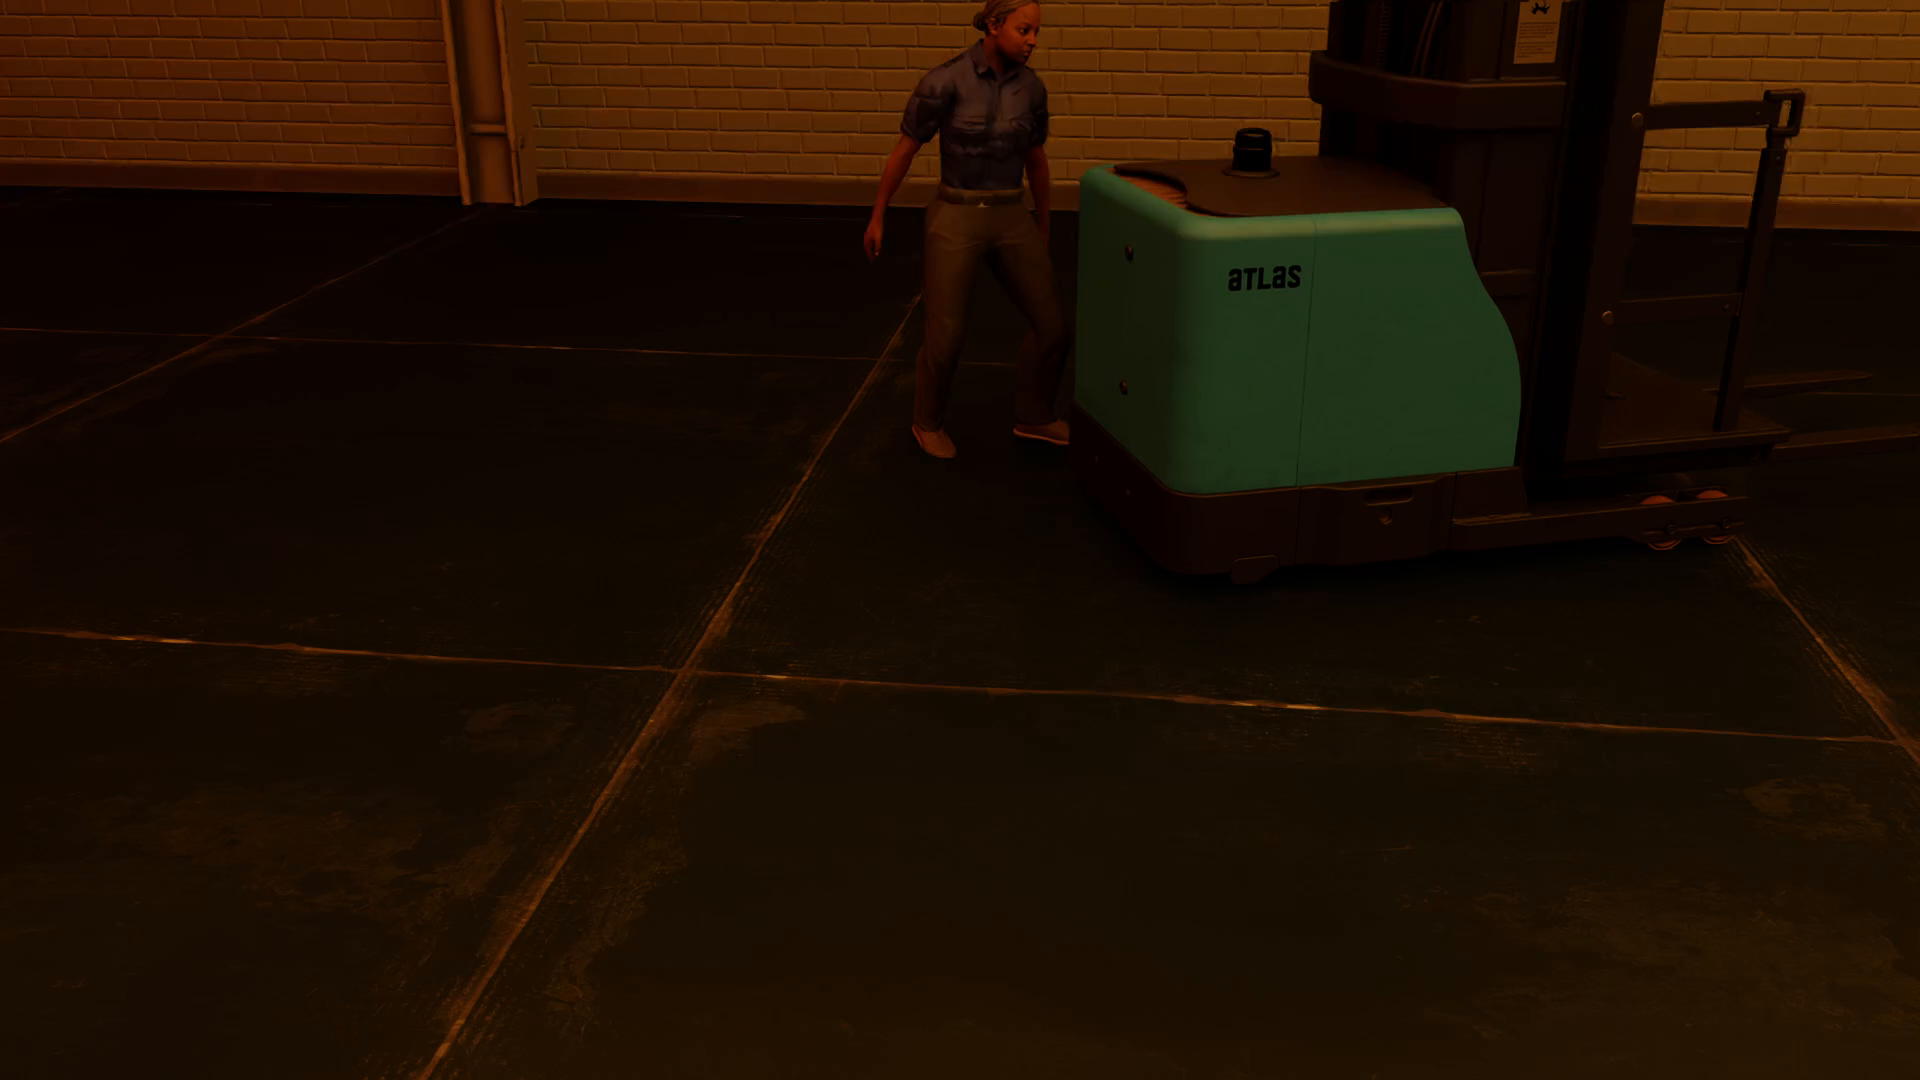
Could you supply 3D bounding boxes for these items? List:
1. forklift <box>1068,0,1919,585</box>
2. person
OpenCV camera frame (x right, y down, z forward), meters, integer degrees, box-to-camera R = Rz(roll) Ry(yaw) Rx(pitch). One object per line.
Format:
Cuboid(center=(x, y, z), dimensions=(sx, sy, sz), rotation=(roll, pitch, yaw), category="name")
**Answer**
Cuboid(center=(1.938, -1.513, 5.010), dimensions=(3.031, 2.935, 1.130), rotation=(-5, 23, -13), category="forklift")
Cuboid(center=(0.070, -1.058, 5.718), dimensions=(0.812, 1.616, 0.414), rotation=(-7, 23, -17), category="person")
